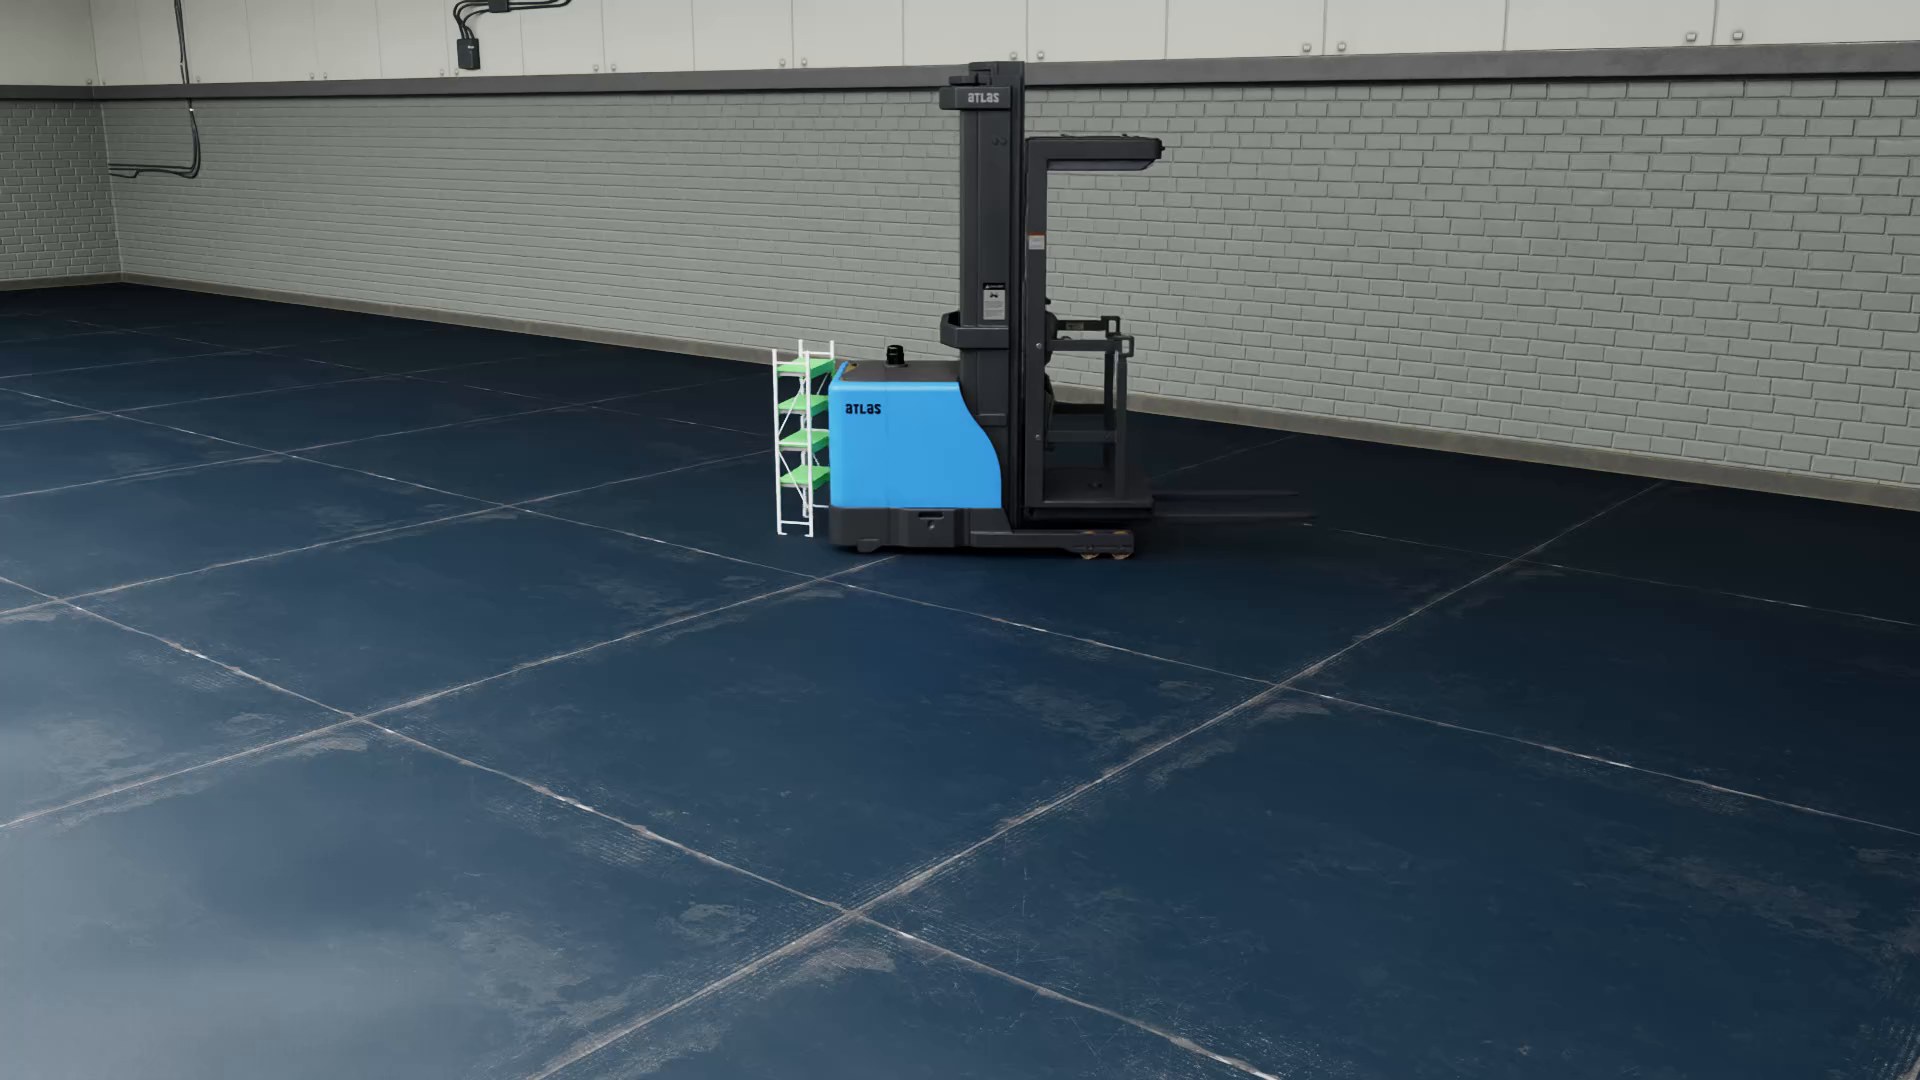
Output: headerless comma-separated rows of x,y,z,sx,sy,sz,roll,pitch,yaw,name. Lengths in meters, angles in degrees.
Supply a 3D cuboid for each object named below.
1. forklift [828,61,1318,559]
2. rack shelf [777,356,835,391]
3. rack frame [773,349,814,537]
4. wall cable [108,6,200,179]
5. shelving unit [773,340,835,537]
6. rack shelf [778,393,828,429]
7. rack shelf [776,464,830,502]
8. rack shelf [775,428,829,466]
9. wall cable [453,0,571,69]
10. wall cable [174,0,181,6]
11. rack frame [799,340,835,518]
0.710,-1.439,10.334,3.031,2.935,1.130,0,14,1,forklift
-1.002,-1.074,10.723,0.258,0.148,0.480,4,15,14,rack shelf
-1.062,-0.612,10.597,0.240,1.200,0.015,4,15,14,rack frame
-12.634,-6.862,25.666,3.097,2.526,0.112,11,18,38,wall cable
-1.002,-0.671,10.826,0.258,1.200,0.503,4,15,14,shelving unit
-1.002,-0.841,10.783,0.258,0.148,0.480,4,15,14,rack shelf
-1.002,-0.376,10.901,0.258,0.148,0.480,4,15,14,rack shelf
-1.002,-0.609,10.842,0.258,0.148,0.480,4,15,14,rack shelf
-5.260,-8.543,19.070,2.305,6.003,0.169,11,18,38,wall cable
-10.530,-8.892,23.396,3.097,2.526,0.112,11,18,38,wall cable
-0.942,-0.729,11.055,0.240,1.200,0.015,4,15,14,rack frame
